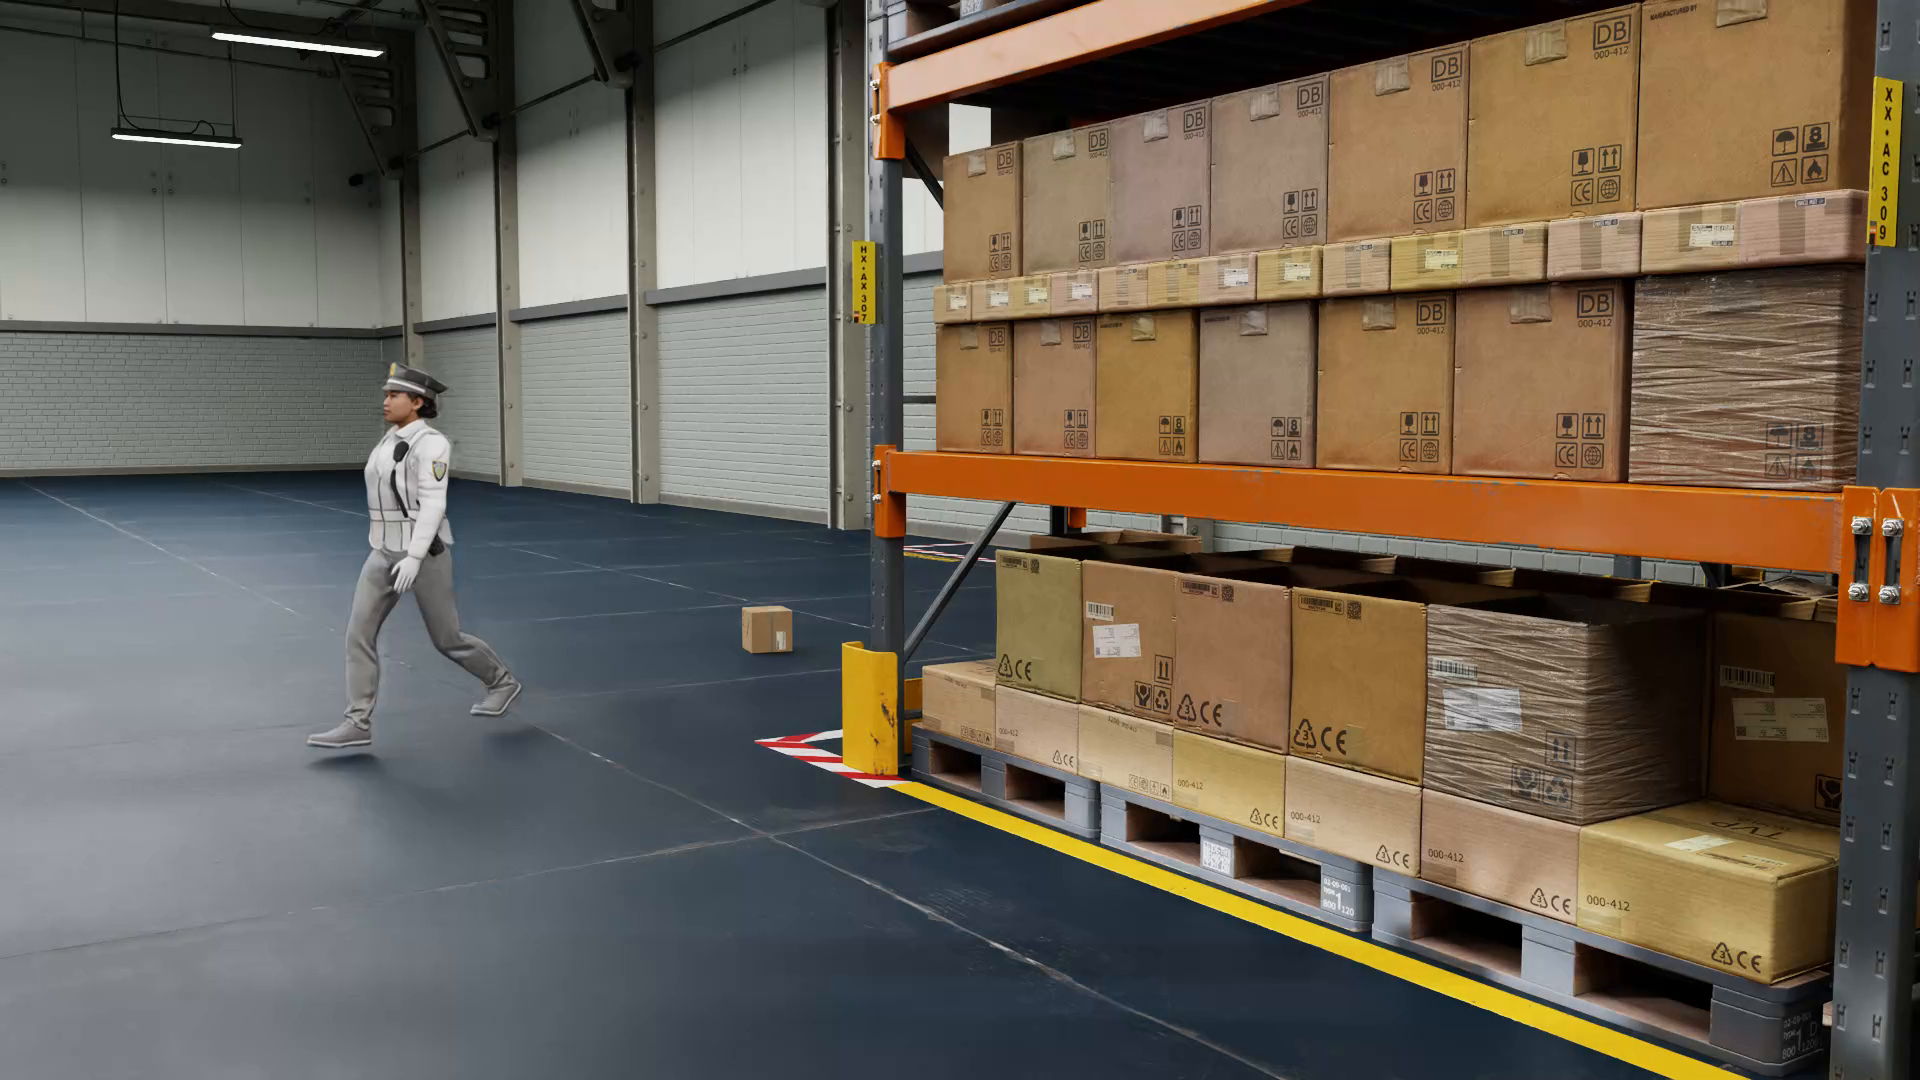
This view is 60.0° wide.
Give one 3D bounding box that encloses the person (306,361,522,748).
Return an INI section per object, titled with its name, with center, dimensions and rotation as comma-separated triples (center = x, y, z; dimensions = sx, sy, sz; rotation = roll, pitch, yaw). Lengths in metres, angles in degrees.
[person]
center = -2.363, 0.050, 7.223
dimensions = 0.482, 1.642, 0.992
rotation = 3, 6, 35
